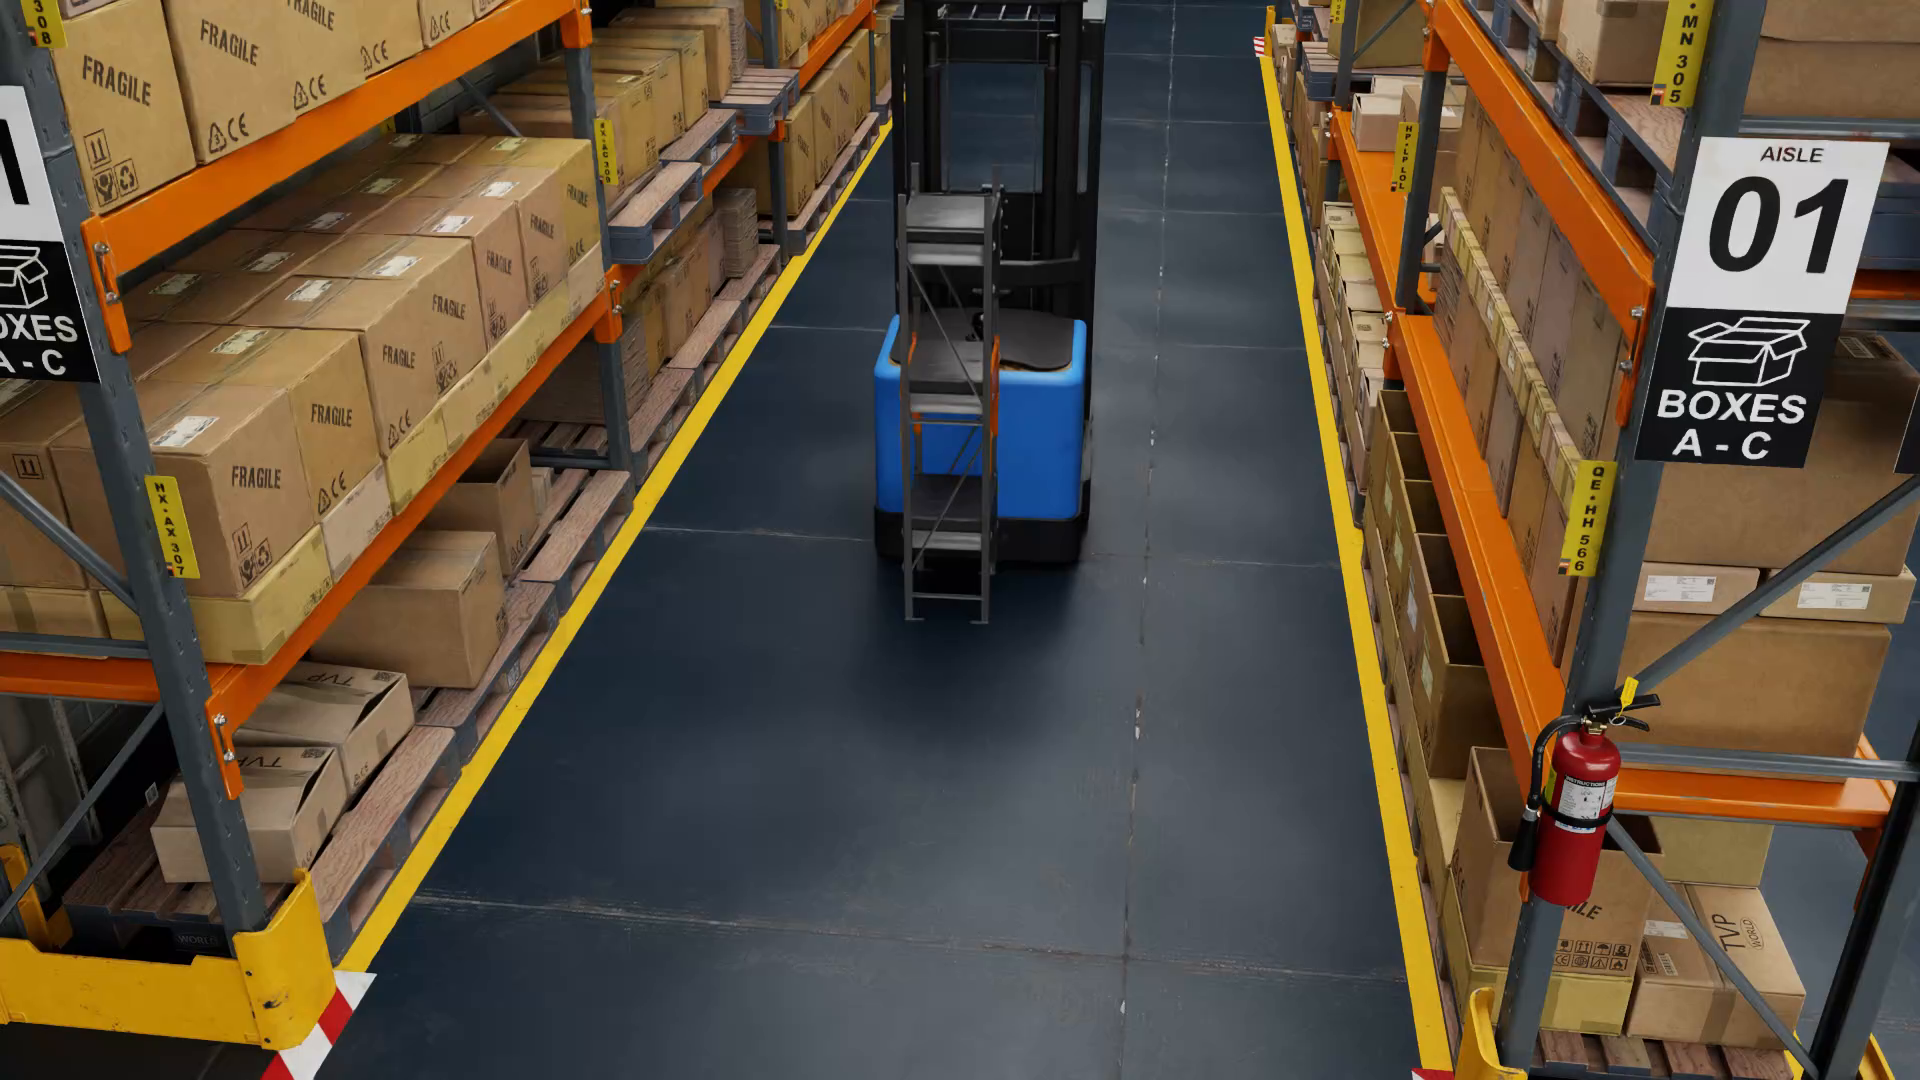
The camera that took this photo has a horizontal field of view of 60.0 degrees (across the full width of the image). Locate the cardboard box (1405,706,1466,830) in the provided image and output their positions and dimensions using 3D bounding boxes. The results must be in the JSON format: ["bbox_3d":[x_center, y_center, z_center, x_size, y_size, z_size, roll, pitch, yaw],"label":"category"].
[{"bbox_3d":[2.011,0.885,6.401,0.500,0.250,0.500,3,28,6],"label":"cardboard box"}]

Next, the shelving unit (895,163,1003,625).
[{"bbox_3d":[-0.042,-0.641,7.726,0.431,2.100,0.503,2,28,4],"label":"shelving unit"}]

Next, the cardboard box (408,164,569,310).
[{"bbox_3d":[-2.103,-1.366,7.469,0.500,0.500,0.500,3,28,6],"label":"cardboard box"}]

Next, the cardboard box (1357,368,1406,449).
[{"bbox_3d":[2.385,-0.711,8.772,0.500,0.311,0.500,3,28,6],"label":"cardboard box"}]

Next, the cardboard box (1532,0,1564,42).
[{"bbox_3d":[2.077,-1.746,5.170,0.500,0.311,0.500,7,29,12],"label":"cardboard box"}]

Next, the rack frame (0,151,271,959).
[{"bbox_3d":[-2.787,0.314,5.004,1.000,3.000,0.127,3,28,6],"label":"rack frame"}]

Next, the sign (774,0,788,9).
[{"bbox_3d":[-1.267,-3.899,11.688,0.100,0.325,0.005,3,28,6],"label":"sign"}]

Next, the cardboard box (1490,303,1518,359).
[{"bbox_3d":[2.208,-0.767,6.222,0.380,0.149,0.250,3,28,6],"label":"cardboard box"}]

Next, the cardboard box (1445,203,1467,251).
[{"bbox_3d":[2.364,-1.379,7.357,0.380,0.149,0.250,4,29,7],"label":"cardboard box"}]

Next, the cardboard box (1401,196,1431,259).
[{"bbox_3d":[2.545,-1.648,8.788,0.396,0.266,0.258,3,28,5],"label":"cardboard box"}]

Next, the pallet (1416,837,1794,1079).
[{"bbox_3d":[2.182,1.466,5.807,1.003,0.211,1.213,3,28,6],"label":"pallet"}]

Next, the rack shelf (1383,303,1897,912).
[{"bbox_3d":[2.375,-0.024,6.391,1.077,0.370,4.000,3,28,6],"label":"rack shelf"}]

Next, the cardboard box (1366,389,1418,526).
[{"bbox_3d":[2.252,-0.387,7.971,0.500,0.500,0.500,3,28,6],"label":"cardboard box"}]

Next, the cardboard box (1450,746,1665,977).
[{"bbox_3d":[1.900,1.026,5.348,0.500,0.500,0.500,3,28,6],"label":"cardboard box"}]

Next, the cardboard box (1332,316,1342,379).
[{"bbox_3d":[2.573,-1.187,10.247,0.500,0.250,0.500,4,29,7],"label":"cardboard box"}]

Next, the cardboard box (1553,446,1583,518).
[{"bbox_3d":[2.049,-0.164,5.102,0.380,0.149,0.250,3,28,5],"label":"cardboard box"}]

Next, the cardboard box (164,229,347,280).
[{"bbox_3d":[-2.748,-0.910,6.623,0.500,0.500,0.500,4,29,7],"label":"cardboard box"}]

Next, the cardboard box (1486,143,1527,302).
[{"bbox_3d":[2.449,-1.215,6.369,0.700,0.500,0.500,3,28,6],"label":"cardboard box"}]

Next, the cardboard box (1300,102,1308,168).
[{"bbox_3d":[3.176,-3.441,14.147,0.500,0.500,0.500,4,29,7],"label":"cardboard box"}]

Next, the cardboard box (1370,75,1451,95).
[{"bbox_3d":[3.022,-2.957,11.171,0.500,0.311,0.500,5,29,9],"label":"cardboard box"}]

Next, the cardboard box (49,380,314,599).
[{"bbox_3d":[-2.430,-0.166,5.242,0.500,0.500,0.500,3,28,6],"label":"cardboard box"}]

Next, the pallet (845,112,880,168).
[{"bbox_3d":[-1.337,-3.739,15.468,1.003,0.211,1.213,3,28,6],"label":"pallet"}]

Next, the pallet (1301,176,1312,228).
[{"bbox_3d":[3.391,-2.859,13.835,1.003,0.211,1.213,3,28,6],"label":"pallet"}]

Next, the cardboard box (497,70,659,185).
[{"bbox_3d":[-2.125,-2.306,9.299,0.700,0.500,0.500,6,29,11],"label":"cardboard box"}]

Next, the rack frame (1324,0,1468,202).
[{"bbox_3d":[3.110,-3.165,11.463,1.000,3.000,0.127,3,28,6],"label":"rack frame"}]

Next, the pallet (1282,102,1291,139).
[{"bbox_3d":[3.685,-4.144,16.219,1.003,0.211,1.213,3,28,6],"label":"pallet"}]

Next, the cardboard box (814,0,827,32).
[{"bbox_3d":[-1.358,-4.328,13.182,0.500,0.500,0.500,3,28,6],"label":"cardboard box"}]

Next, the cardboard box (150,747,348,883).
[{"bbox_3d":[-2.613,0.984,6.132,0.500,0.311,0.500,0,28,0],"label":"cardboard box"}]

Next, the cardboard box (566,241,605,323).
[{"bbox_3d":[-2.054,-1.271,8.083,0.500,0.250,0.500,3,29,6],"label":"cardboard box"}]

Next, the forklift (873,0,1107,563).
[{"bbox_3d":[0.212,-1.844,9.082,1.130,2.935,3.031,2,28,5],"label":"forklift"}]

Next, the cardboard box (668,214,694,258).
[{"bbox_3d":[-2.033,-2.026,10.728,0.500,0.250,0.500,3,28,6],"label":"cardboard box"}]

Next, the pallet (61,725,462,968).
[{"bbox_3d":[-2.643,1.126,6.438,1.003,0.211,1.213,3,28,6],"label":"pallet"}]

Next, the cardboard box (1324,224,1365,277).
[{"bbox_3d":[2.698,-1.909,10.996,0.500,0.311,0.500,3,28,5],"label":"cardboard box"}]

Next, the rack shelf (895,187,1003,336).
[{"bbox_3d":[-0.042,-1.245,7.400,0.431,0.518,0.480,2,28,4],"label":"rack shelf"}]

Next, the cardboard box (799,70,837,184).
[{"bbox_3d":[-1.473,-3.440,13.797,0.750,0.750,0.750,3,28,6],"label":"cardboard box"}]

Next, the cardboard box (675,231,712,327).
[{"bbox_3d":[-2.055,-1.731,10.973,0.700,0.500,0.500,3,28,6],"label":"cardboard box"}]

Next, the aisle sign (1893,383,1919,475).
[{"bbox_3d":[2.426,-0.495,3.766,0.394,0.787,0.004,3,28,6],"label":"aisle sign"}]

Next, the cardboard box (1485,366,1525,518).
[{"bbox_3d":[2.387,-0.391,6.208,0.700,0.500,0.500,4,29,8],"label":"cardboard box"}]

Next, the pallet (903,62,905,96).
[{"bbox_3d":[-0.999,-5.036,17.875,1.003,0.211,1.213,3,28,6],"label":"pallet"}]

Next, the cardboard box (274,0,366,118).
[{"bbox_3d":[-2.337,-1.697,5.449,0.500,0.500,0.500,5,29,9],"label":"cardboard box"}]

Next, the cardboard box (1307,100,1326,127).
[{"bbox_3d":[3.115,-3.551,13.560,0.500,0.250,0.500,3,28,5],"label":"cardboard box"}]

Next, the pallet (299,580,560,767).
[{"bbox_3d":[-2.491,0.553,7.501,1.003,0.211,1.213,3,28,6],"label":"pallet"}]

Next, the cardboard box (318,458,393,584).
[{"bbox_3d":[-2.363,-0.085,5.882,0.500,0.250,0.500,2,28,5],"label":"cardboard box"}]

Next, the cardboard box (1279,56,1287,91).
[{"bbox_3d":[3.480,-4.696,16.675,0.500,0.311,0.500,3,28,6],"label":"cardboard box"}]

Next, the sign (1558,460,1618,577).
[{"bbox_3d":[1.593,-0.052,4.213,0.100,0.325,0.005,3,28,6],"label":"sign"}]

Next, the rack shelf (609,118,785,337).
[{"bbox_3d":[-2.052,-2.193,10.417,1.077,0.370,4.000,3,28,6],"label":"rack shelf"}]

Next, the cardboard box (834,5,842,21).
[{"bbox_3d":[-1.231,-4.578,14.330,0.380,0.149,0.250,3,28,6],"label":"cardboard box"}]

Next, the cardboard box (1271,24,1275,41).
[{"bbox_3d":[3.698,-5.692,18.696,0.380,0.149,0.250,3,28,6],"label":"cardboard box"}]

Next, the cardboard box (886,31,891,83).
[{"bbox_3d":[-1.059,-5.001,17.063,0.700,0.500,0.500,3,28,6],"label":"cardboard box"}]

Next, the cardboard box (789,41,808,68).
[{"bbox_3d":[-1.381,-3.729,12.754,0.380,0.149,0.250,4,29,8],"label":"cardboard box"}]
